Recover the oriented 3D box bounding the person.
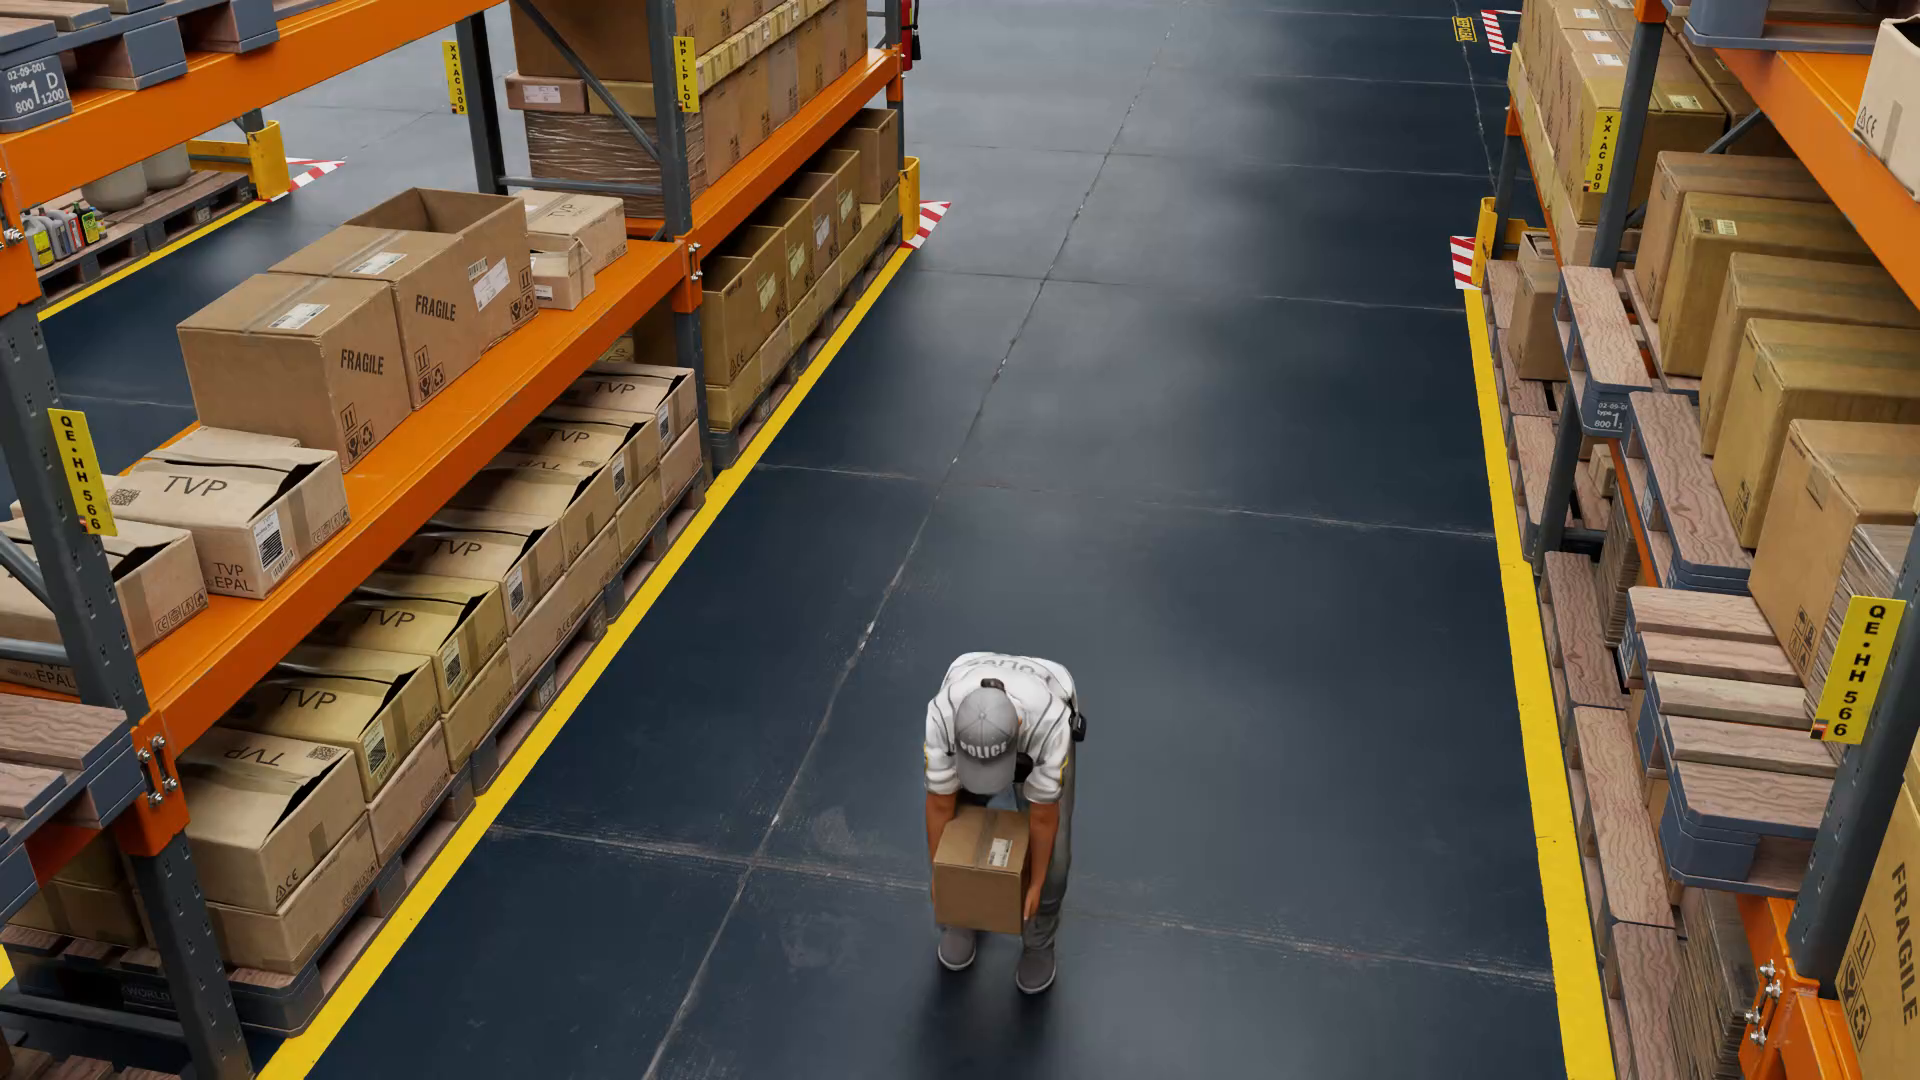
[{"bbox_3d":[0.109,0.834,4.975,0.465,1.325,0.872,5,29,9],"label":"person"}]
